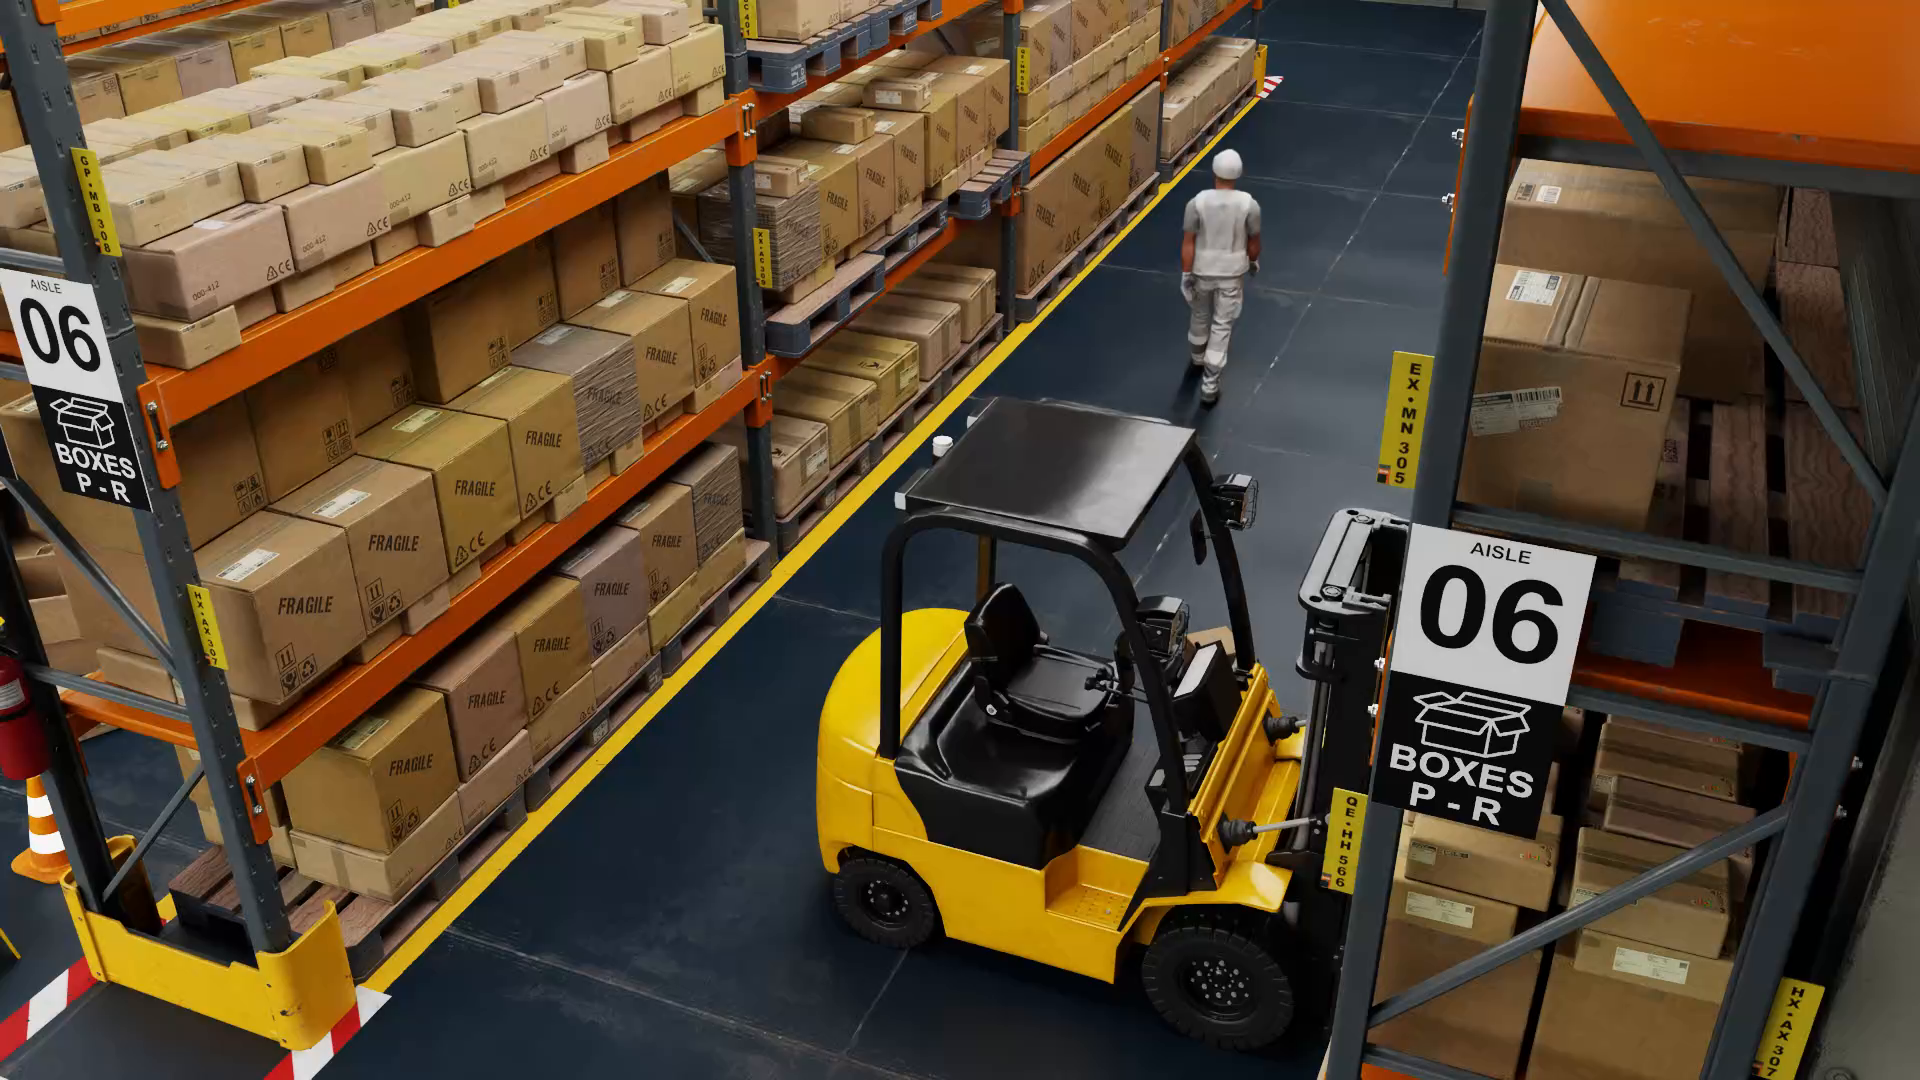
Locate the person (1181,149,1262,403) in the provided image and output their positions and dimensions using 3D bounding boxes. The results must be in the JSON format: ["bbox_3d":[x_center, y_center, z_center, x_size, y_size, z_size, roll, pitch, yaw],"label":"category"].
[{"bbox_3d":[1.857,-1.945,11.798,0.528,1.747,0.931,8,30,14],"label":"person"}]
